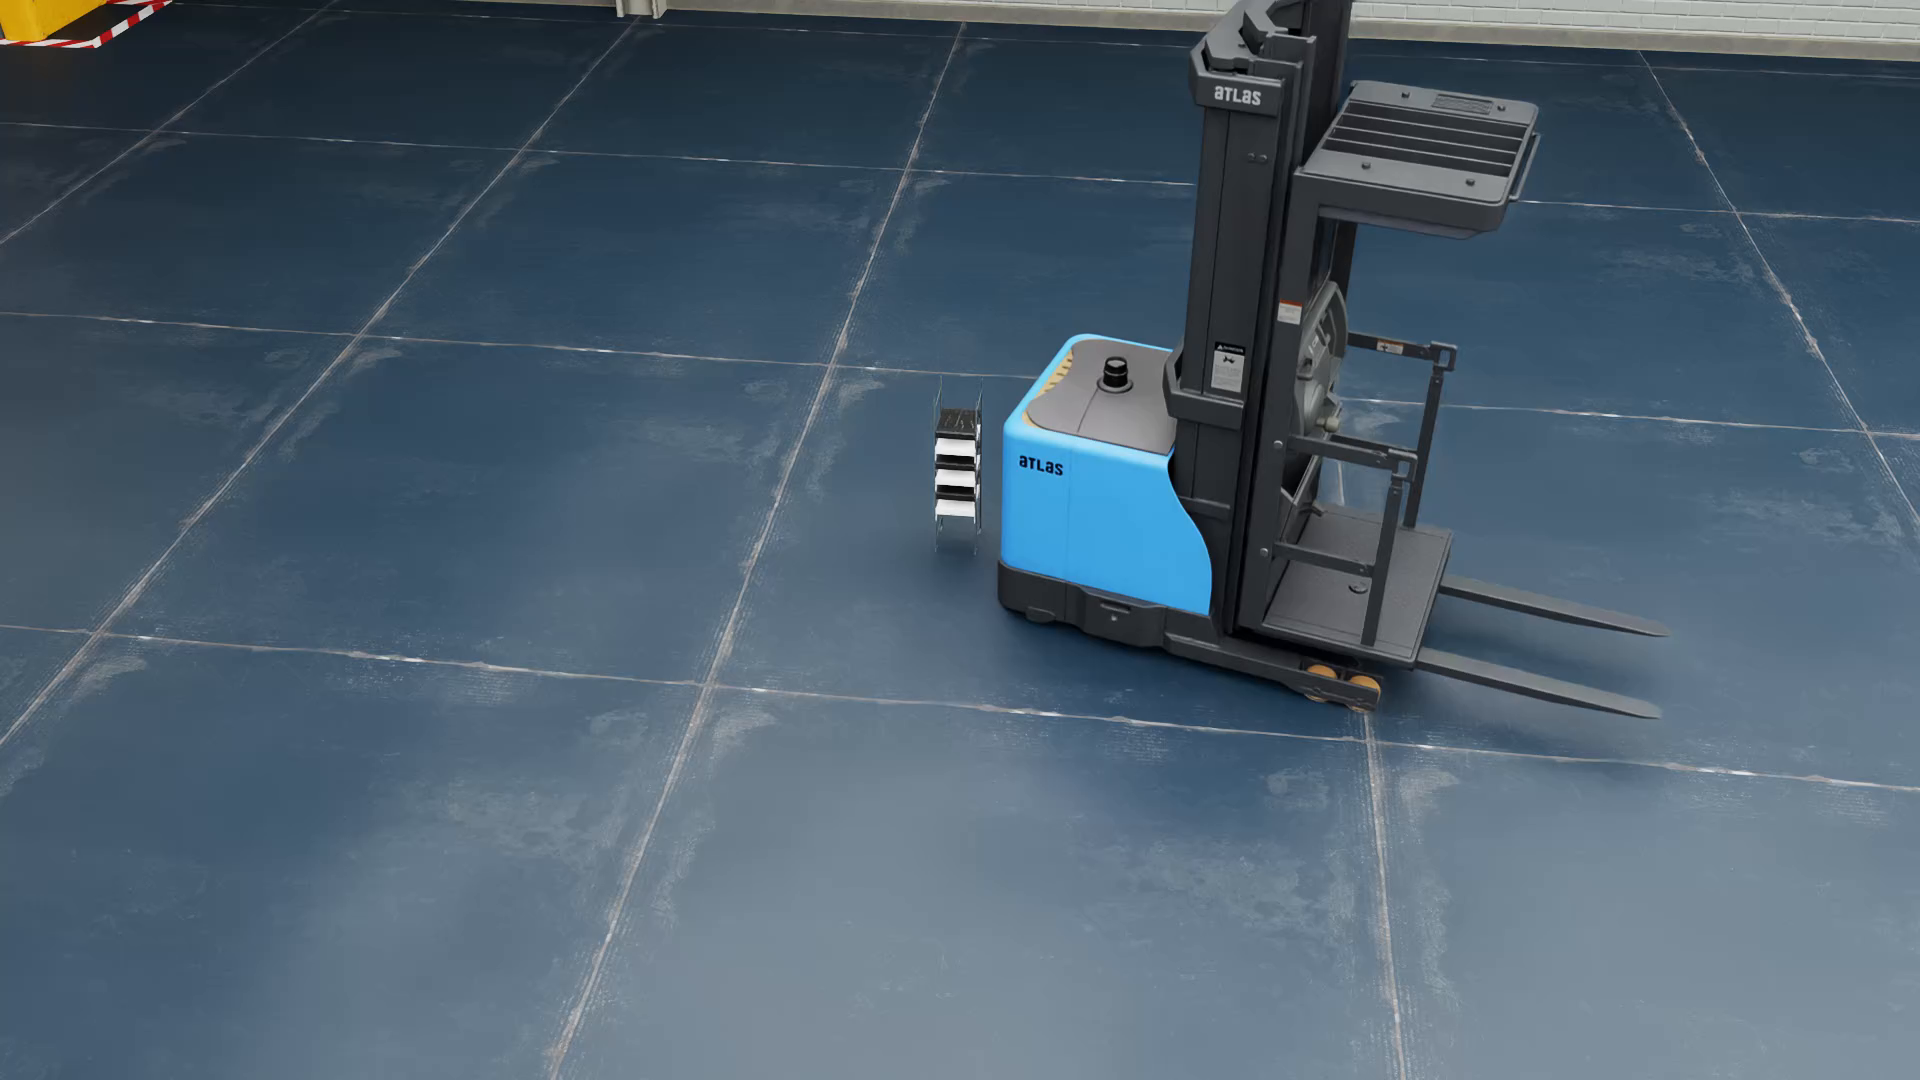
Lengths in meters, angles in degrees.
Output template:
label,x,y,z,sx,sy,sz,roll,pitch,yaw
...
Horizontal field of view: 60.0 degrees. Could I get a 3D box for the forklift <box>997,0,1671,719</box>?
label,x,y,z,sx,sy,sz,roll,pitch,yaw
forklift,1.748,-0.765,7.156,3.031,2.935,1.130,14,38,18

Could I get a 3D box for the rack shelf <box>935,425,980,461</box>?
label,x,y,z,sx,sy,sz,roll,pitch,yaw
rack shelf,-0.008,-0.486,8.261,0.200,0.077,0.258,4,36,6

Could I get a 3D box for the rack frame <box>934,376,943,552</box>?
label,x,y,z,sx,sy,sz,roll,pitch,yaw
rack frame,-0.109,-0.374,8.357,0.006,0.900,0.240,4,36,6

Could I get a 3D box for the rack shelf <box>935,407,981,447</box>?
label,x,y,z,sx,sy,sz,roll,pitch,yaw
rack shelf,-0.008,-0.560,8.209,0.200,0.077,0.258,4,36,6

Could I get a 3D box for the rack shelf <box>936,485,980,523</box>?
label,x,y,z,sx,sy,sz,roll,pitch,yaw
rack shelf,-0.008,-0.193,8.470,0.200,0.077,0.258,4,36,6

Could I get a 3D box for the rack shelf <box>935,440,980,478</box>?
label,x,y,z,sx,sy,sz,roll,pitch,yaw
rack shelf,-0.008,-0.413,8.314,0.200,0.077,0.258,4,36,6

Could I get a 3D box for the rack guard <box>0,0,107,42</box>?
label,x,y,z,sx,sy,sz,roll,pitch,yaw
rack guard,-8.311,-4.993,15.173,0.348,0.500,1.175,4,36,6

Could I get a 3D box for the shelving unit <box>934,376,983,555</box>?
label,x,y,z,sx,sy,sz,roll,pitch,yaw
shelving unit,-0.008,-0.367,8.346,0.210,0.900,0.258,4,36,6

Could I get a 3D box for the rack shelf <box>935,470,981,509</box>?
label,x,y,z,sx,sy,sz,roll,pitch,yaw
rack shelf,-0.008,-0.267,8.418,0.200,0.077,0.258,4,36,6

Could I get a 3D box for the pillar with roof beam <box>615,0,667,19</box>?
label,x,y,z,sx,sy,sz,roll,pitch,yaw
pillar with roof beam,-3.508,-6.101,9.409,0.400,9.000,9.100,4,36,6

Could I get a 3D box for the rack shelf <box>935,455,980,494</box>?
label,x,y,z,sx,sy,sz,roll,pitch,yaw
rack shelf,-0.008,-0.340,8.366,0.200,0.077,0.258,4,36,6

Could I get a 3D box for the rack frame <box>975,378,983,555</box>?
label,x,y,z,sx,sy,sz,roll,pitch,yaw
rack frame,0.093,-0.359,8.336,0.006,0.900,0.240,4,36,6

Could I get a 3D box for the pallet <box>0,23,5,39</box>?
label,x,y,z,sx,sy,sz,roll,pitch,yaw
pallet,-9.098,-4.910,15.305,1.213,0.211,1.003,4,36,6
